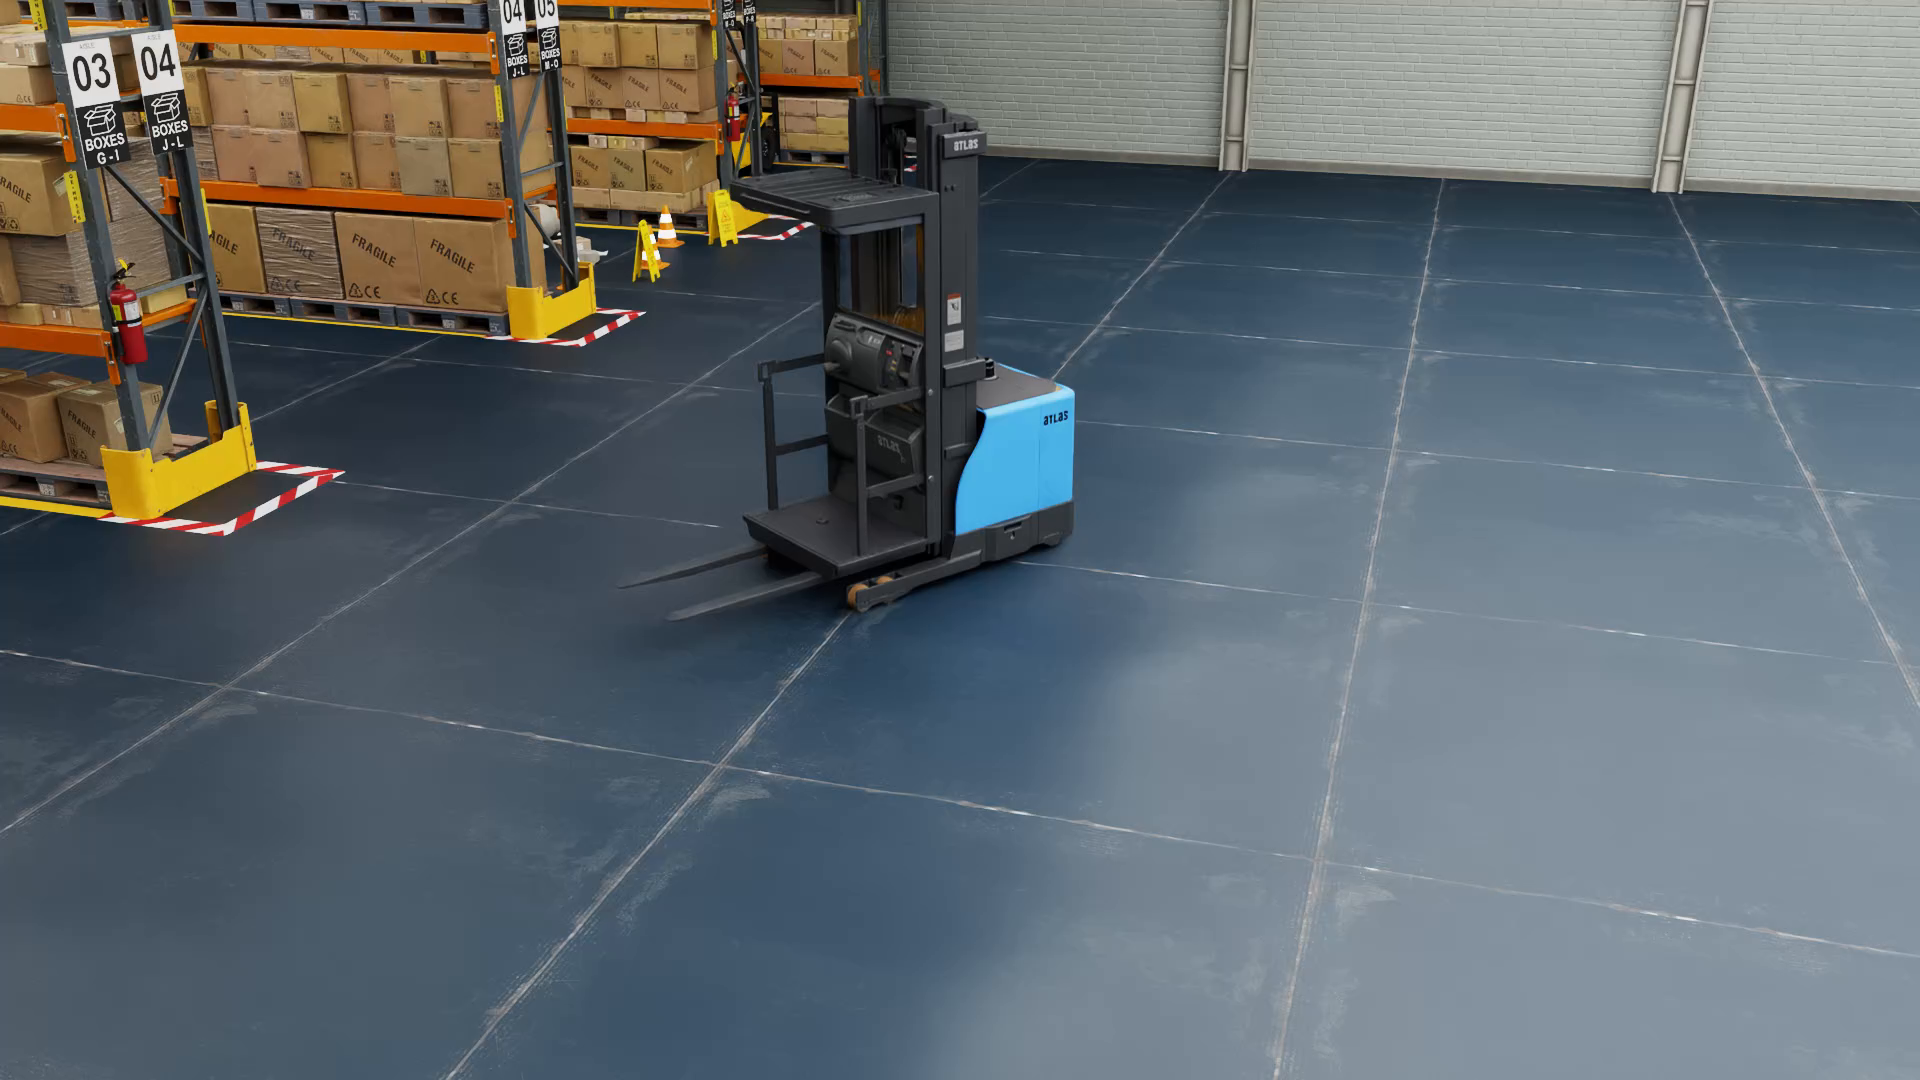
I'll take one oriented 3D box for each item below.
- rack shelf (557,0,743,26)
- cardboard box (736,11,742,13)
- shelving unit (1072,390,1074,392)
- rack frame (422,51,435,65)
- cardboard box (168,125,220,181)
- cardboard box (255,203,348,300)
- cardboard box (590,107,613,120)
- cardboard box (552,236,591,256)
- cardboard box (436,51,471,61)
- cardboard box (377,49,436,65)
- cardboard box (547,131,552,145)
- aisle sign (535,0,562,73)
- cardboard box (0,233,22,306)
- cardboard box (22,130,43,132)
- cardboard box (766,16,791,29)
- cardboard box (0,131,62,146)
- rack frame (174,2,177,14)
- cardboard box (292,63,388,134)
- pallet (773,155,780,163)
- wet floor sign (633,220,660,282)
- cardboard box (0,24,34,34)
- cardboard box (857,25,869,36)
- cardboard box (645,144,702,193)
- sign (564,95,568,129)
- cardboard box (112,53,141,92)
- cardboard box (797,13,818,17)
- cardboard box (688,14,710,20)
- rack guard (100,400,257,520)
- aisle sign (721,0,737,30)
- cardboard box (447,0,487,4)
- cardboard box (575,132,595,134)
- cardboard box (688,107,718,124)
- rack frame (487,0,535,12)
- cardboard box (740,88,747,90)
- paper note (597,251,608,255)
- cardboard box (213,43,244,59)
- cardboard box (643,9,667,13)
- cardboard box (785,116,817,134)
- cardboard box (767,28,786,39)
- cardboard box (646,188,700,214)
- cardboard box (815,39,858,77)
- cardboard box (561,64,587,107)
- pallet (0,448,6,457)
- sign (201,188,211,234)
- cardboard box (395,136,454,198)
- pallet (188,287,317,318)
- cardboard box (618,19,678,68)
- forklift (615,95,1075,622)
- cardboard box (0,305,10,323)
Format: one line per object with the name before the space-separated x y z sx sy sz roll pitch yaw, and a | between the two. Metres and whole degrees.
rack shelf | -4.622 -6.618 20.447 4.000 0.370 1.077 7 23 16
cardboard box | -3.497 -7.993 25.425 0.250 0.149 0.380 6 23 15
shelving unit | 0.634 -0.596 11.536 0.210 0.900 0.258 12 25 27
rack frame | -6.537 -5.783 21.415 0.127 3.000 1.000 7 23 16
cardboard box | -7.513 -4.006 16.887 0.550 0.550 0.875 7 23 16
cardboard box | -6.424 -2.992 16.859 0.875 0.875 0.875 7 23 16
cardboard box | -4.372 -5.306 20.584 0.250 0.149 0.380 6 23 15
cardboard box | -4.545 -3.435 19.447 0.380 0.149 0.250 -20 29 -39
cardboard box | -6.178 -6.302 20.840 0.500 0.500 0.700 6 23 15
cardboard box | -7.046 -6.128 21.180 0.500 0.500 0.500 6 23 15
cardboard box | -5.197 -5.069 20.903 0.250 0.149 0.380 8 24 19
aisle sign | -3.886 -4.838 15.688 0.004 0.787 0.394 7 23 16
cardboard box | -6.602 -2.009 11.691 0.500 0.500 0.875 7 23 16
cardboard box | -9.415 -4.090 17.157 0.500 0.500 0.500 7 23 16
cardboard box | -2.683 -7.672 24.642 0.250 0.149 0.380 7 23 17
cardboard box | -6.495 -2.607 11.831 0.500 0.500 0.500 7 23 16
rack frame | -12.766 -8.463 27.950 0.127 3.000 1.000 7 23 16
cardboard box | -5.980 -4.307 16.196 0.500 0.550 0.875 7 23 16
pallet | -3.186 -6.061 25.767 1.213 0.211 1.003 7 23 15
wet floor sign | -3.441 -3.161 18.127 0.232 0.644 0.267 3 22 6
cardboard box | -6.505 -3.463 11.479 0.250 0.149 0.380 7 23 18
cardboard box | -1.527 -7.626 24.922 0.250 0.149 0.380 6 23 14
cardboard box | -3.550 -4.606 20.629 0.500 0.500 0.500 7 23 16
sign | -3.875 -4.173 16.245 0.005 0.325 0.100 7 23 16
cardboard box | -5.957 -3.209 11.385 0.500 0.250 0.500 7 23 17
cardboard box | -2.267 -7.844 25.061 0.250 0.149 0.380 7 23 16
cardboard box | -3.891 -7.823 25.010 0.250 0.149 0.380 6 23 15
rack guard | -5.643 -0.595 12.062 0.348 0.500 1.175 7 23 16
aisle sign | -2.732 -6.435 19.579 0.004 0.787 0.394 7 23 16
cardboard box | -4.457 -4.960 15.102 0.250 0.149 0.380 6 23 15
cardboard box | -5.610 -6.735 26.313 0.625 0.625 0.875 8 24 18
cardboard box | -3.127 -5.191 20.304 0.250 0.149 0.380 7 23 17
rack frame | -4.041 -6.310 14.796 0.127 3.000 1.000 7 23 16
cardboard box | -3.610 -6.877 25.835 0.500 0.250 0.500 7 23 16
paper note | -4.188 -3.351 19.399 0.142 0.019 0.148 -1 22 -3
cardboard box | -9.502 -6.411 21.870 0.500 0.500 0.500 8 24 18
cardboard box | -4.714 -8.145 25.796 0.250 0.149 0.380 7 23 16
cardboard box | -2.311 -6.300 25.087 0.500 0.250 0.500 6 23 15
cardboard box | -2.677 -7.542 24.717 0.250 0.149 0.380 6 23 14
cardboard box | -3.582 -4.260 20.772 0.500 0.250 0.500 6 23 15
cardboard box | -1.824 -7.153 24.623 0.500 0.500 0.500 6 23 14
cardboard box | -4.743 -5.662 20.598 0.500 0.500 0.500 7 23 16
pallet | -7.575 -0.698 12.693 1.213 0.211 1.003 7 23 16
sign | -5.414 -2.341 11.884 0.005 0.325 0.100 7 23 16
cardboard box | -4.942 -3.680 16.092 0.550 0.550 0.875 7 23 16
pallet | -7.165 -2.571 17.260 1.213 0.211 1.003 7 23 15
cardboard box | -3.742 -6.025 20.165 0.500 0.500 0.700 7 23 16
forklift | -0.698 -1.142 10.192 3.031 2.935 1.130 -17 28 -36
cardboard box | -6.631 -1.653 11.678 0.250 0.149 0.380 7 23 16
